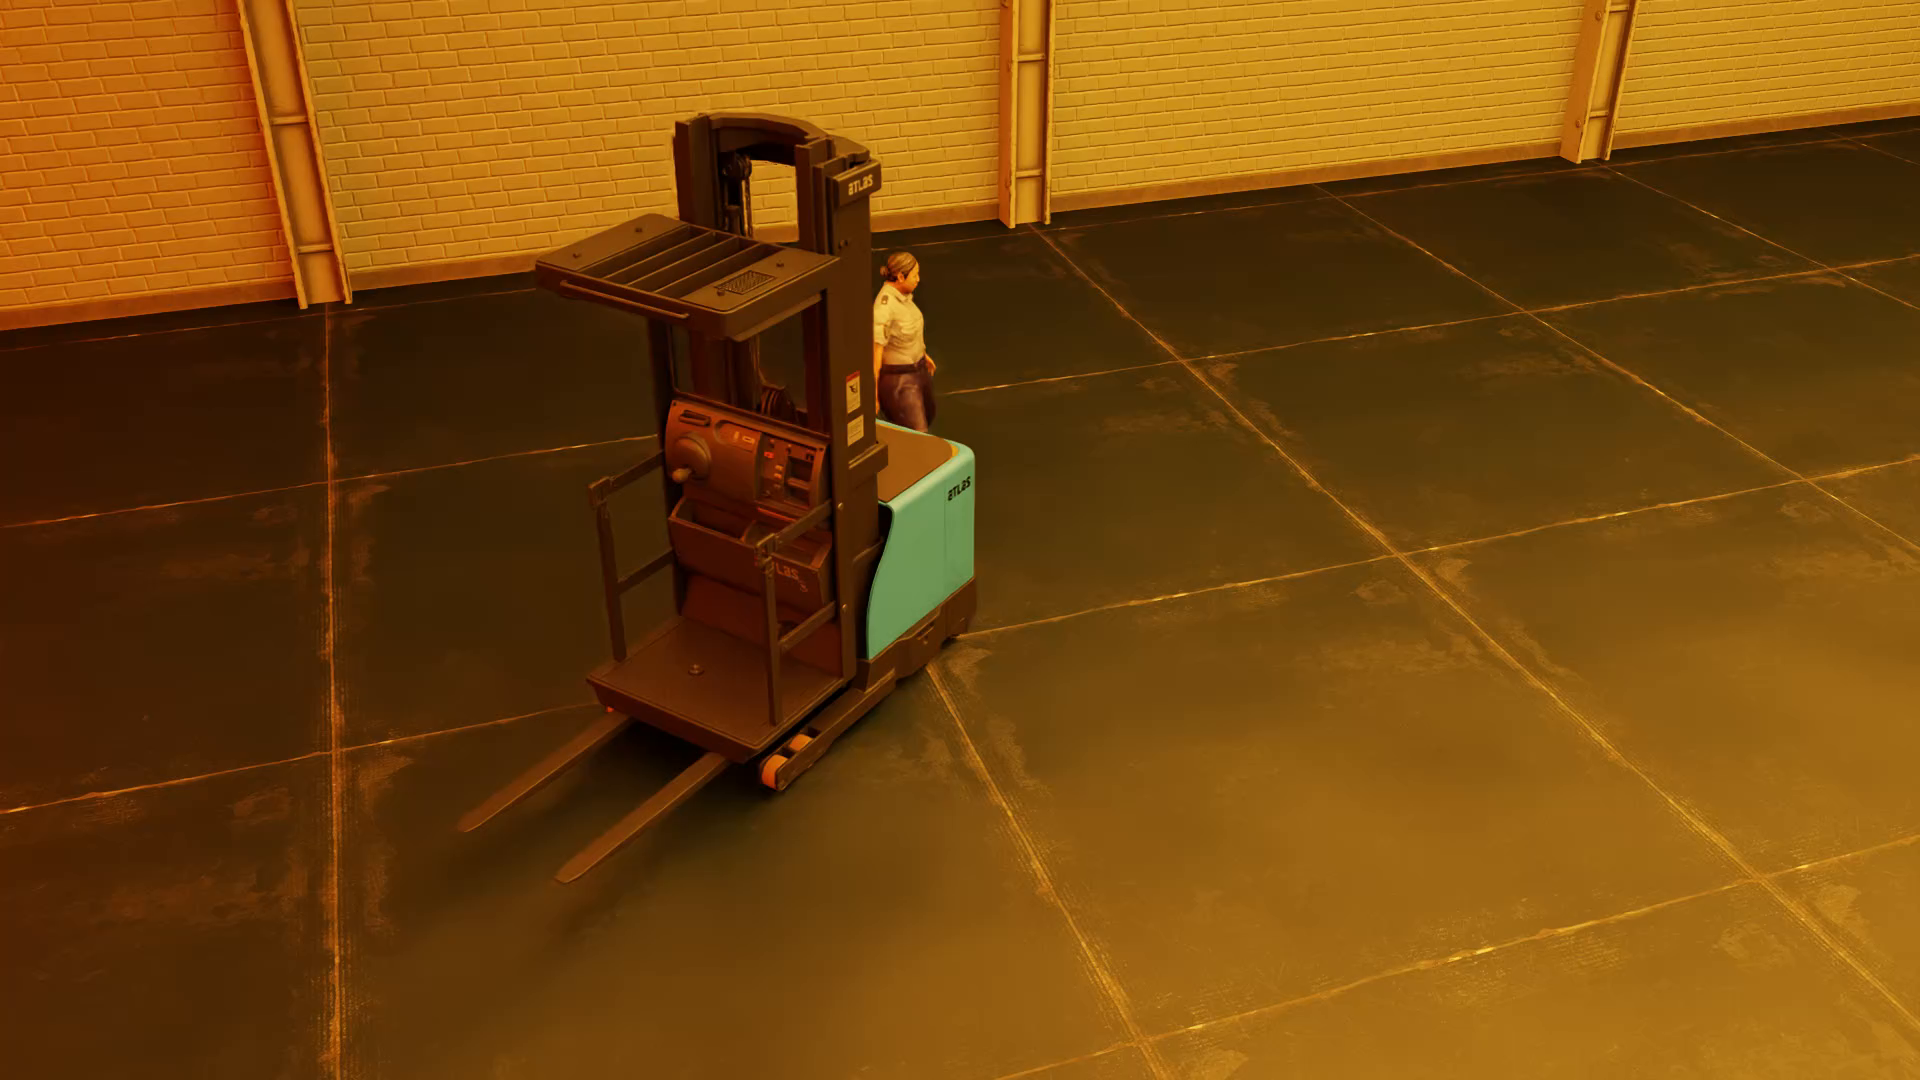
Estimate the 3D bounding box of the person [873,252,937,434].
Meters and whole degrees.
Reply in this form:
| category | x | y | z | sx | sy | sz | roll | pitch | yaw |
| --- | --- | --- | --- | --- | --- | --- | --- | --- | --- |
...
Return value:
| category | x | y | z | sx | sy | sz | roll | pitch | yaw |
| --- | --- | --- | --- | --- | --- | --- | --- | --- | --- |
| person | -0.363 | -0.990 | 10.201 | 0.494 | 1.569 | 0.838 | 8 | 31 | 14 |

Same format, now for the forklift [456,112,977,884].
| category | x | y | z | sx | sy | sz | roll | pitch | yaw |
| --- | --- | --- | --- | --- | --- | --- | --- | --- | --- |
| forklift | -1.132 | -0.344 | 7.684 | 1.130 | 2.935 | 3.031 | 18 | 34 | 28 |
